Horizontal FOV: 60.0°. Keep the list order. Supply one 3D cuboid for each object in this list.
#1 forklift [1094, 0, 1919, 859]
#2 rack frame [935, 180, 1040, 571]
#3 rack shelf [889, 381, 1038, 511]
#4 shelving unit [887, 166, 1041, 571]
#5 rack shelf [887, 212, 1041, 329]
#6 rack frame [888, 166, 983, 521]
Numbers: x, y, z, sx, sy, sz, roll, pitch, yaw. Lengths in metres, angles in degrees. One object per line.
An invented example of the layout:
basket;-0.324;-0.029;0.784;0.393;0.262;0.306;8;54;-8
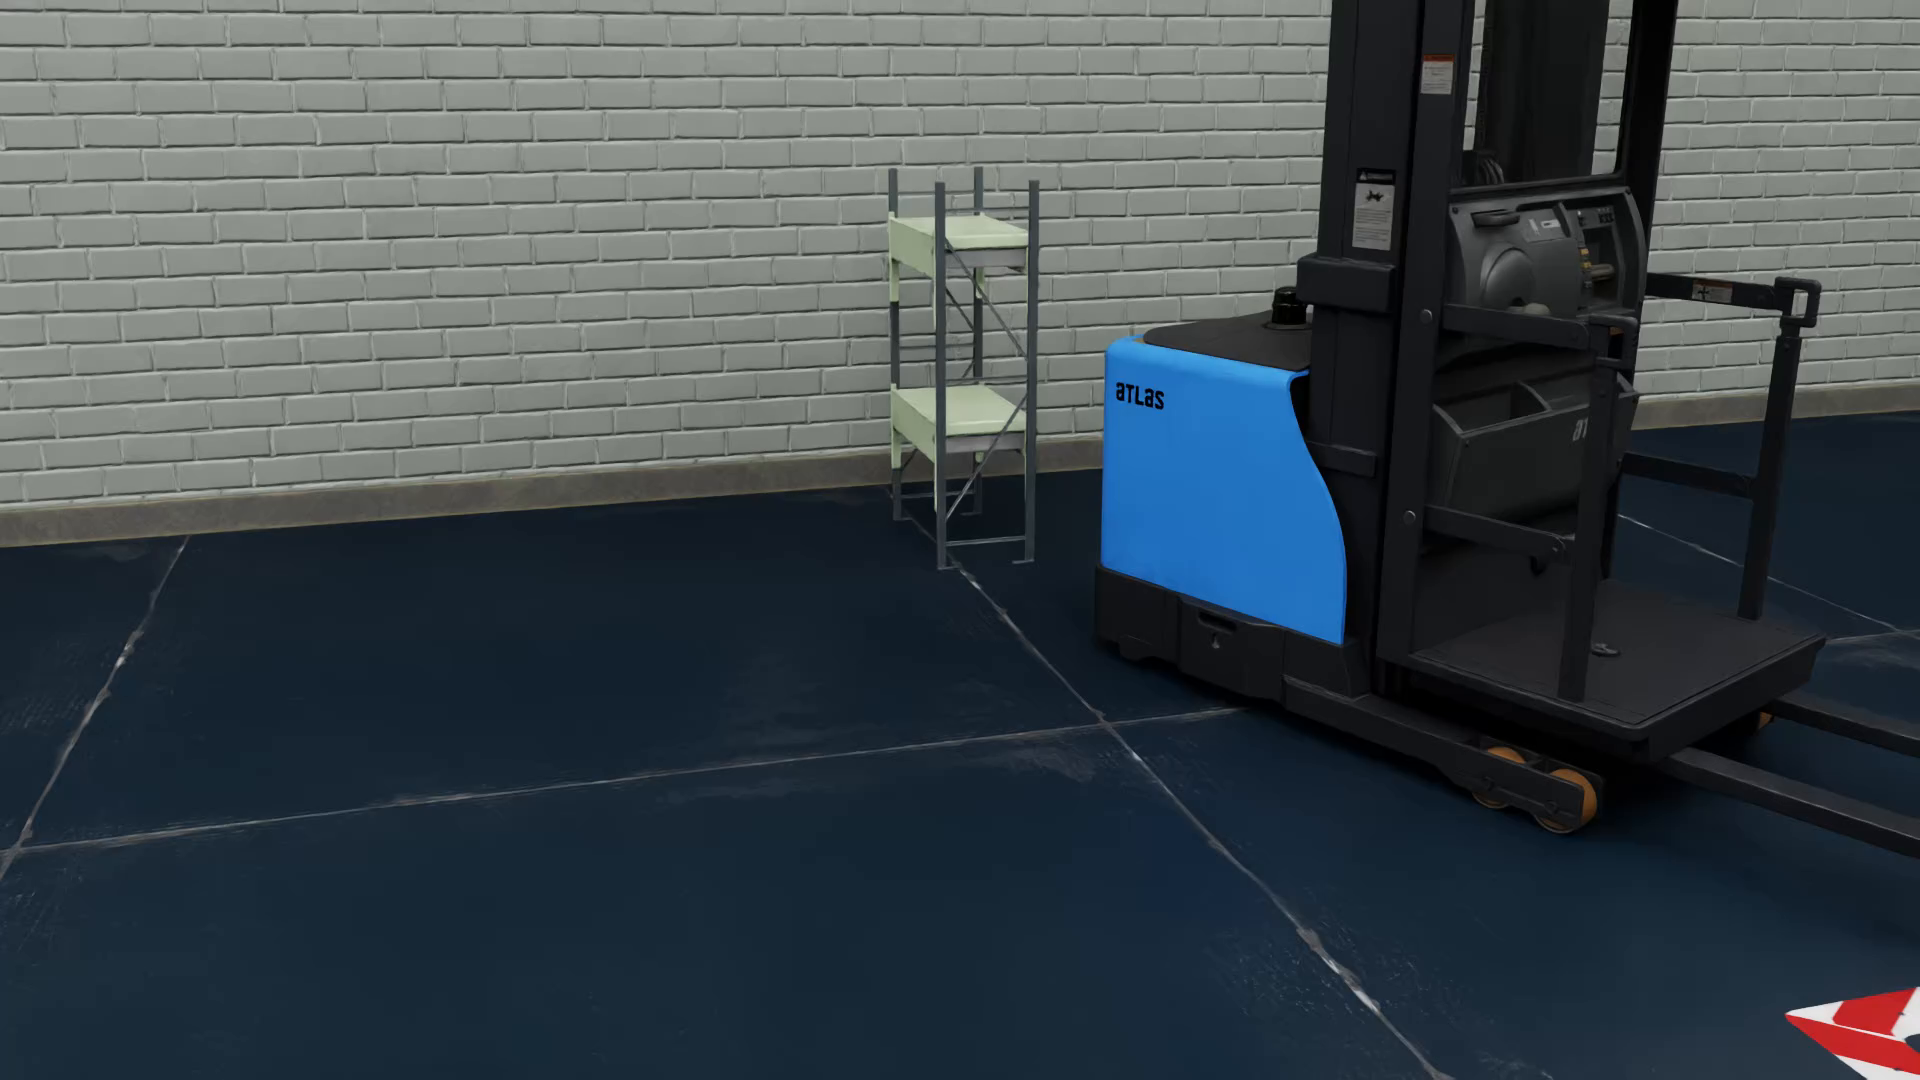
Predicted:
forklift;1.791;-0.794;4.501;1.130;2.935;3.031;-14;21;-38
rack frame;0.102;-0.615;6.393;0.400;1.500;0.023;-5;17;-15
rack shelf;0.002;-0.404;6.824;0.431;0.370;0.720;-5;17;-15
shelving unit;0.002;-0.716;6.730;0.431;1.500;0.755;-5;17;-15
rack shelf;0.002;-1.090;6.618;0.431;0.370;0.720;-5;17;-15
rack frame;-0.099;-0.818;7.067;0.400;1.500;0.023;-5;17;-15
